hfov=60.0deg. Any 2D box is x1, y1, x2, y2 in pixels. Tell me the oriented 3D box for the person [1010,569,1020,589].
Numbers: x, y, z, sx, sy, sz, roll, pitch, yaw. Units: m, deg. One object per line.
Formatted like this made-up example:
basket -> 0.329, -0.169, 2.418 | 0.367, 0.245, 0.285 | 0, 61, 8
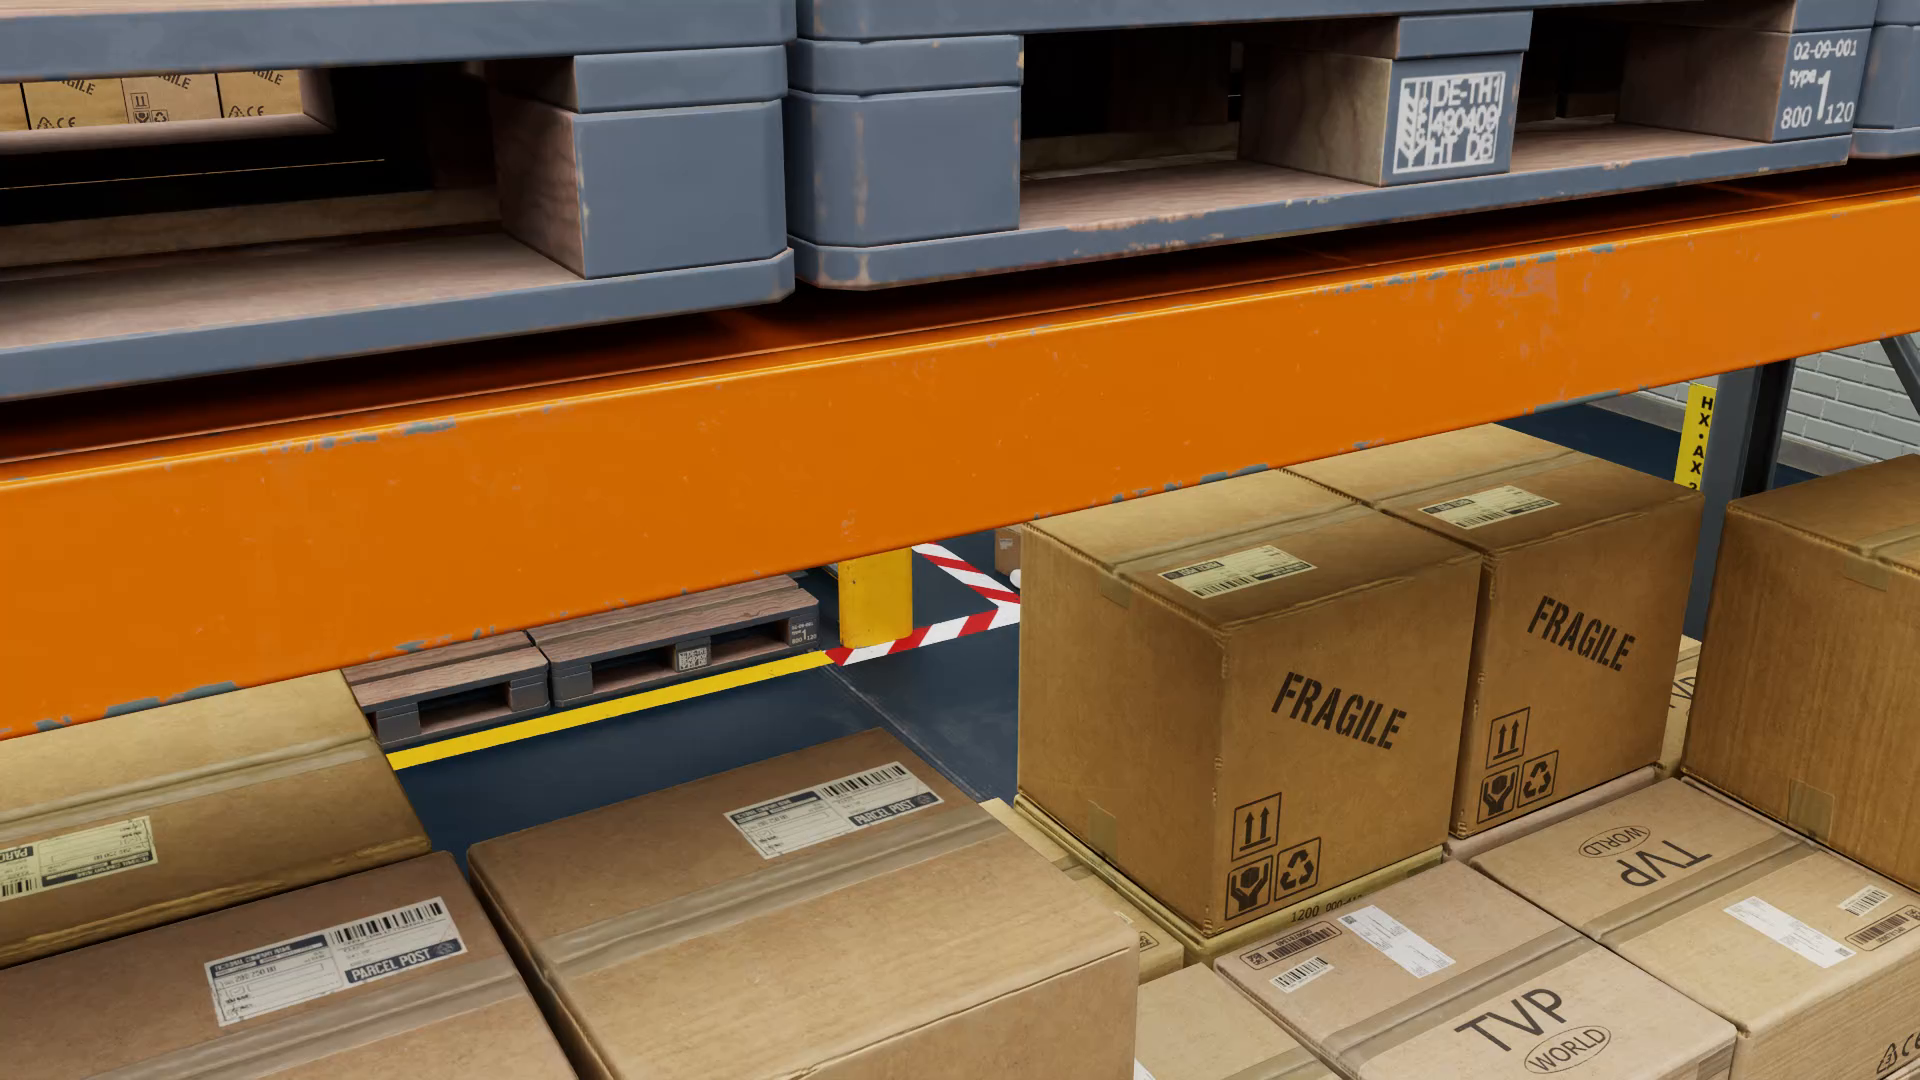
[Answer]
person -> 0.495, -0.599, 7.631 | 0.651, 1.774, 0.416 | -16, 26, -35
